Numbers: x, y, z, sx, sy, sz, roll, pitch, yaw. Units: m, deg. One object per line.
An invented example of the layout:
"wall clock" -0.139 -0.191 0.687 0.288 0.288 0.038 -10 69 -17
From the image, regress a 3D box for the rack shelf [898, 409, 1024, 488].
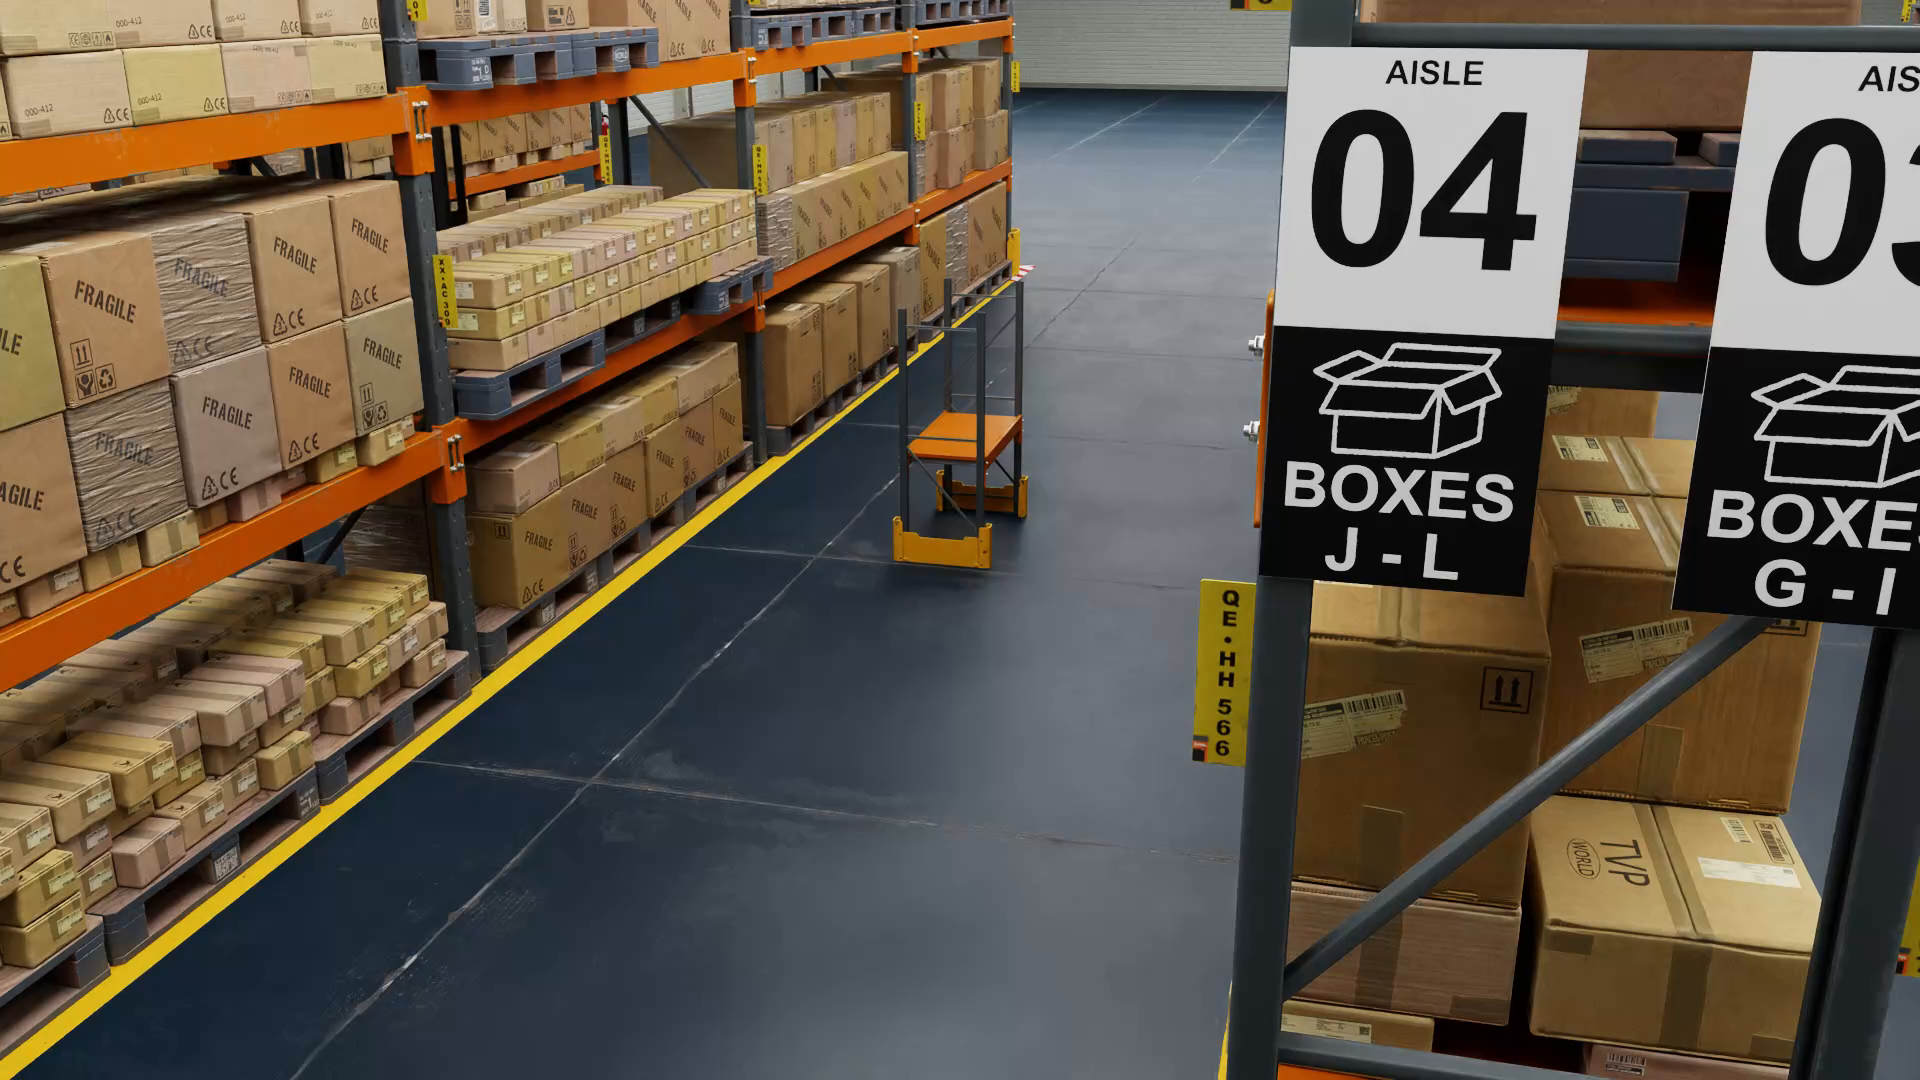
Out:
"rack shelf" 0.021 -0.566 10.082 0.538 0.185 1.000 5 19 13

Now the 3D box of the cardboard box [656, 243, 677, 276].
"cardboard box" -1.860 -1.627 9.590 0.380 0.149 0.250 5 20 15

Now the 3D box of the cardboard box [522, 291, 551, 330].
"cardboard box" -2.241 -1.137 8.155 0.380 0.149 0.250 4 19 12

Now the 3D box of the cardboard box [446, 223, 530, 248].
"cardboard box" -2.617 -1.659 9.223 0.380 0.149 0.250 4 19 11

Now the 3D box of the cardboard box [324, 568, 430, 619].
"cardboard box" -2.679 0.253 7.647 0.380 0.149 0.250 5 20 15

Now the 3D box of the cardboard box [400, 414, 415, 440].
"cardboard box" -2.688 -0.521 7.462 0.380 0.149 0.250 4 19 13

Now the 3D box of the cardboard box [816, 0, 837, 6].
"cardboard box" -1.230 -4.153 12.398 0.500 0.311 0.500 4 19 12

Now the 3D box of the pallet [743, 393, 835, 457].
"pallet" -1.602 -0.923 12.564 1.003 0.211 1.213 5 19 13

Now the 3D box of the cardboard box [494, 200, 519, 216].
"cardboard box" -5.061 -3.362 17.834 0.500 0.500 0.500 6 20 16

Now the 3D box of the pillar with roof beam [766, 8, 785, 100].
"pillar with roof beam" -0.558 -15.134 40.573 9.100 9.000 0.400 5 19 13

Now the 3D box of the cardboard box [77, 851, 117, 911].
"cardboard box" -3.207 1.191 5.820 0.380 0.149 0.250 5 19 14

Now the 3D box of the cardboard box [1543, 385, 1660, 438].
"cardboard box" 1.961 -0.427 5.410 0.500 0.500 0.500 5 19 14

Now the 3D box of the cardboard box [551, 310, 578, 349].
"cardboard box" -2.176 -1.080 8.449 0.380 0.149 0.250 5 19 14

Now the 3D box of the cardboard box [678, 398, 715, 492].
"cardboard box" -1.905 -0.628 10.604 0.500 0.500 0.500 5 20 16

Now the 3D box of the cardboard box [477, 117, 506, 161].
"cardboard box" -5.102 -4.234 17.329 0.500 0.500 0.500 4 19 13

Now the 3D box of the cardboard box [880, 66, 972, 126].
"cardboard box" -0.358 -4.457 16.694 0.875 0.550 0.500 5 19 13

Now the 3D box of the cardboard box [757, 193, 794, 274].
"cardboard box" -1.496 -2.169 11.741 0.500 0.500 0.500 5 19 14

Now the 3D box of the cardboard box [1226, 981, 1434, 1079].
"cardboard box" 0.730 0.910 3.271 0.380 0.149 0.250 5 19 14

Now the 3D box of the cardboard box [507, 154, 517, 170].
"cardboard box" -4.971 -4.051 17.795 0.380 0.149 0.250 5 19 13

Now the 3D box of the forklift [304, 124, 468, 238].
"forklift" -4.253 -2.340 12.503 1.130 2.935 3.031 -5 20 -15

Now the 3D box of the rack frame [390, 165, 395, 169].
"rack frame" -5.715 -3.615 16.130 1.000 3.000 0.127 5 19 13

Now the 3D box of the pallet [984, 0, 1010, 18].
"pallet" -0.084 -5.653 17.595 1.003 0.211 1.213 5 19 13

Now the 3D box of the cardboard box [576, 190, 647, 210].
"cardboard box" -2.231 -2.149 10.658 0.380 0.149 0.250 4 19 12

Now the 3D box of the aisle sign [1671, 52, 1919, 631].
"aisle sign" 1.236 -0.255 2.271 0.394 0.787 0.004 5 19 13

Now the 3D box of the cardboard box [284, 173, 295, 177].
"cardboard box" -6.000 -3.118 14.416 0.380 0.149 0.250 4 19 11

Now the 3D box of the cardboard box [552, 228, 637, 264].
"cardboard box" -1.988 -1.602 9.056 0.380 0.149 0.250 5 20 15

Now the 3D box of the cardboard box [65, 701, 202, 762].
"cardboard box" -3.094 0.737 6.231 0.380 0.149 0.250 5 19 14

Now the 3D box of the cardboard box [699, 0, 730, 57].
"cardboard box" -1.761 -3.270 10.324 0.500 0.500 0.500 5 19 13

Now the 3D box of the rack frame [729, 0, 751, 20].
"rack frame" -1.868 -4.841 10.438 1.000 3.000 0.127 5 19 13

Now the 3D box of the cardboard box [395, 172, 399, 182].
"cardboard box" -5.327 -3.569 16.386 0.380 0.149 0.250 5 19 13

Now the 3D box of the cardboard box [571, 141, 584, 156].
"cardboard box" -4.576 -4.527 19.190 0.380 0.149 0.250 4 19 13

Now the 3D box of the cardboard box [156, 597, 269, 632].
"cardboard box" -3.269 0.377 7.283 0.380 0.149 0.250 4 19 13

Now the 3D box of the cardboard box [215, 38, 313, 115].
"cardboard box" -2.836 -1.766 6.308 0.500 0.250 0.500 5 19 13

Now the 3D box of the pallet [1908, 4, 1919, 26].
"pallet" 9.378 -4.773 15.173 1.003 0.211 1.213 5 19 13

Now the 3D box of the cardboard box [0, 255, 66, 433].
"cardboard box" -3.189 -0.595 5.128 0.500 0.500 0.500 4 19 12

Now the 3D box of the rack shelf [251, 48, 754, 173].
"rack shelf" -2.356 -2.454 9.204 1.077 0.370 4.000 5 19 13

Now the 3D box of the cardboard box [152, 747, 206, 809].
"cardboard box" -3.107 0.871 6.296 0.380 0.149 0.250 6 20 16

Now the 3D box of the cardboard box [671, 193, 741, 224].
"cardboard box" -1.606 -2.095 10.499 0.380 0.149 0.250 4 19 13

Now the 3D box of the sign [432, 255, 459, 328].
"sign" -2.317 -1.117 7.479 0.100 0.325 0.005 5 19 13

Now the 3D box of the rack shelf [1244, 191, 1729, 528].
"rack shelf" 1.451 -0.777 4.294 1.077 0.370 4.000 5 19 13

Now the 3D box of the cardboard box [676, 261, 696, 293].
"cardboard box" -1.796 -1.570 9.883 0.380 0.149 0.250 4 19 11

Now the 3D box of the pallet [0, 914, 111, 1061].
"pallet" -3.571 1.550 5.324 1.003 0.211 1.213 5 19 13

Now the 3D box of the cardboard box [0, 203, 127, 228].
"cardboard box" -3.456 -0.968 6.219 0.500 0.500 0.500 5 19 14

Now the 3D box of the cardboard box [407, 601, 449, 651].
"cardboard box" -2.614 0.385 7.719 0.380 0.149 0.250 5 20 14

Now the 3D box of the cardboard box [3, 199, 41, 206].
"cardboard box" -6.686 -2.194 11.428 0.500 0.250 0.500 4 19 12

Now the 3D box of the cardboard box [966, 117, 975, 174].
"cardboard box" -0.332 -4.121 17.379 0.875 0.550 0.550 5 19 13

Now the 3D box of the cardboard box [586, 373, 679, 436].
"cardboard box" -2.033 -0.820 10.006 0.500 0.250 0.500 5 20 15

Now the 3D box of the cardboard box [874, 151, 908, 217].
"cardboard box" -0.759 -3.118 14.521 0.500 0.500 0.500 5 19 13

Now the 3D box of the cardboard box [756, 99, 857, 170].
"cardboard box" -1.253 -3.300 13.507 0.700 0.500 0.500 5 19 14

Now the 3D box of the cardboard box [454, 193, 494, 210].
"cardboard box" -5.097 -3.533 17.332 0.380 0.149 0.250 5 20 15

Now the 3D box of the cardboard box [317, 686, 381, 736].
"cardboard box" -2.757 0.715 7.215 0.380 0.149 0.250 4 19 12

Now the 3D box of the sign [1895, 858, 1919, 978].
"sign" 1.499 0.528 2.541 0.100 0.325 0.005 5 19 13

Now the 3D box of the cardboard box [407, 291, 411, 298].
"cardboard box" -2.876 -1.192 8.315 0.380 0.149 0.250 5 19 14

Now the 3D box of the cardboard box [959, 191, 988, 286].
"cardboard box" -0.228 -3.209 17.579 0.875 0.875 0.875 4 19 13

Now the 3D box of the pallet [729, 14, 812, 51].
"pallet" -1.762 -3.538 11.557 1.213 0.211 1.003 6 20 16

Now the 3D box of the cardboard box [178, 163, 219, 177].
"cardboard box" -6.237 -3.035 13.167 0.500 0.500 0.500 6 20 16

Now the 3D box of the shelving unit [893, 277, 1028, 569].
"shelving unit" 0.019 -0.734 10.015 0.587 1.500 1.083 5 19 13

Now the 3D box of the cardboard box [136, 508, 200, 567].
"cardboard box" -3.000 -0.026 6.010 0.380 0.149 0.250 5 19 14
